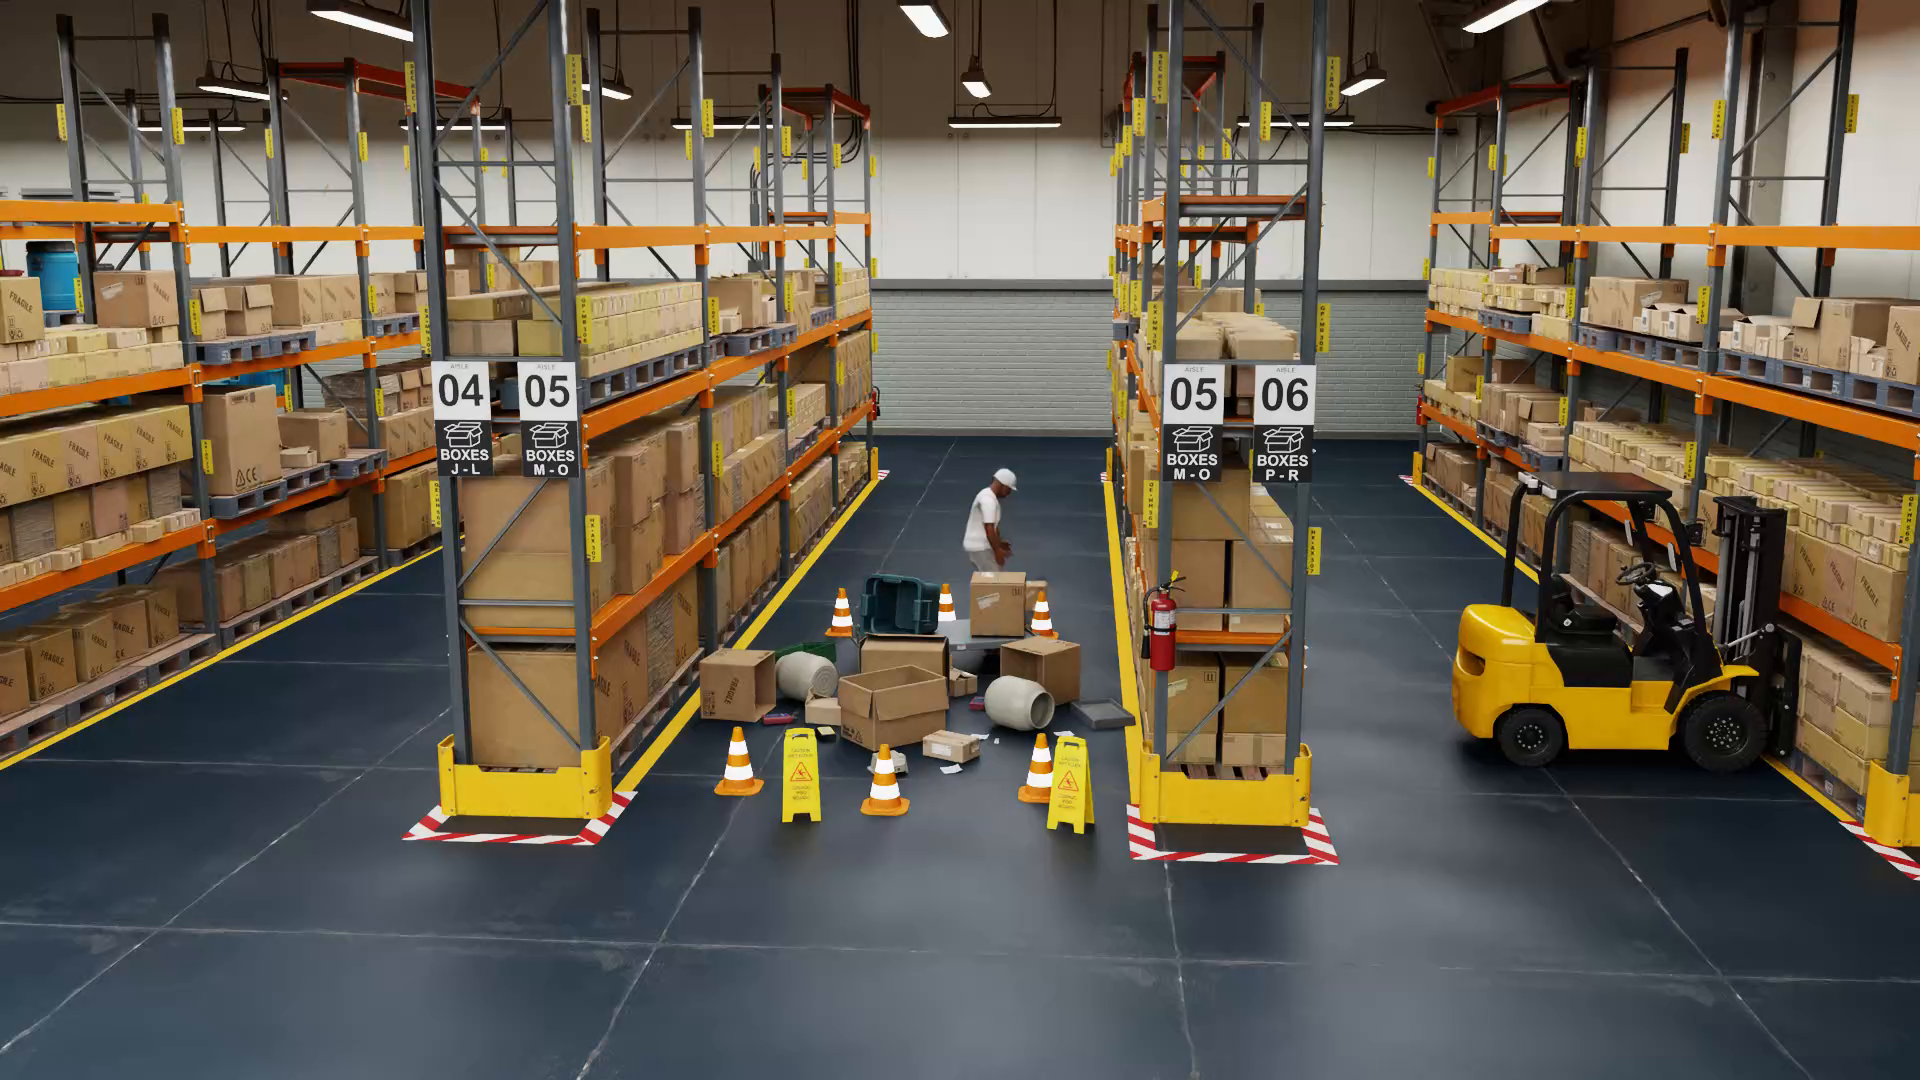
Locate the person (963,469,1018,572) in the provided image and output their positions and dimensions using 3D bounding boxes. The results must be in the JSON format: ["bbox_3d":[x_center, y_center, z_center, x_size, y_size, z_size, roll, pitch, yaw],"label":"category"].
[{"bbox_3d":[0.317,0.076,17.271,0.554,1.651,0.610,1,11,5],"label":"person"}]
